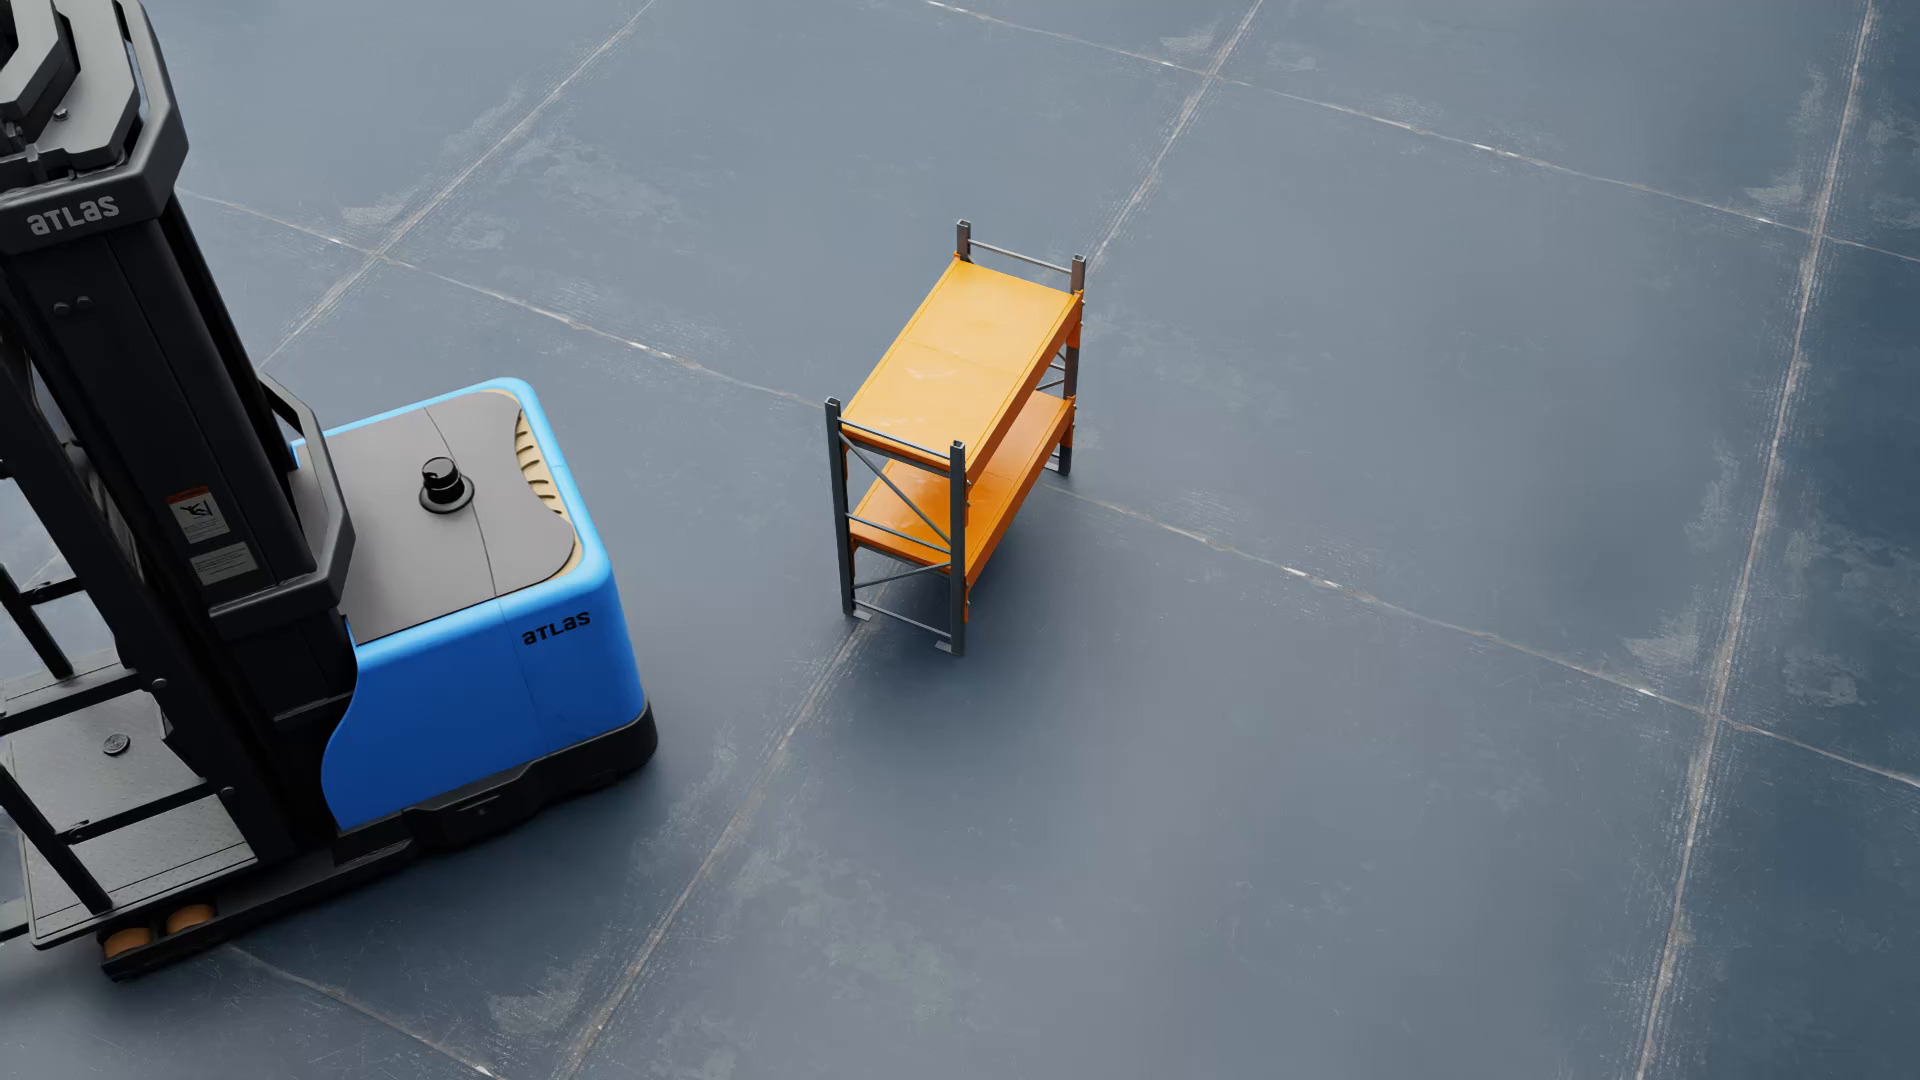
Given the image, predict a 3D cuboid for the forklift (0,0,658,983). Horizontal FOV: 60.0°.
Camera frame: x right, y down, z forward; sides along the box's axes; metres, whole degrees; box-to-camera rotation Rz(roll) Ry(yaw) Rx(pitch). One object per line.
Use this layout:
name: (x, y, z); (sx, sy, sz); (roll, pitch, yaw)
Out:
forklift: (-2.621, -0.010, 4.649); (3.031, 2.935, 1.130); (-20, 53, -16)

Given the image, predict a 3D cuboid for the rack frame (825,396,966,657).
rack frame: (-0.214, -0.019, 5.843); (0.500, 1.125, 0.032); (20, 52, 16)

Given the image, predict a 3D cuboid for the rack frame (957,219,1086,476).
rack frame: (0.220, -0.719, 6.439); (0.500, 1.125, 0.032); (20, 52, 16)

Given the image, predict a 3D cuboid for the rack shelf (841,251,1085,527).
rack shelf: (0.003, -0.559, 5.918); (0.538, 0.278, 1.000); (20, 52, 16)

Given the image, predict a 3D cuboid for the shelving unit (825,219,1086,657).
shelving unit: (0.003, -0.369, 6.141); (0.538, 1.125, 1.048); (20, 52, 16)

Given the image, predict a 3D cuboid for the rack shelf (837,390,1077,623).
rack shelf: (0.003, -0.211, 6.327); (0.538, 0.278, 1.000); (20, 52, 16)
